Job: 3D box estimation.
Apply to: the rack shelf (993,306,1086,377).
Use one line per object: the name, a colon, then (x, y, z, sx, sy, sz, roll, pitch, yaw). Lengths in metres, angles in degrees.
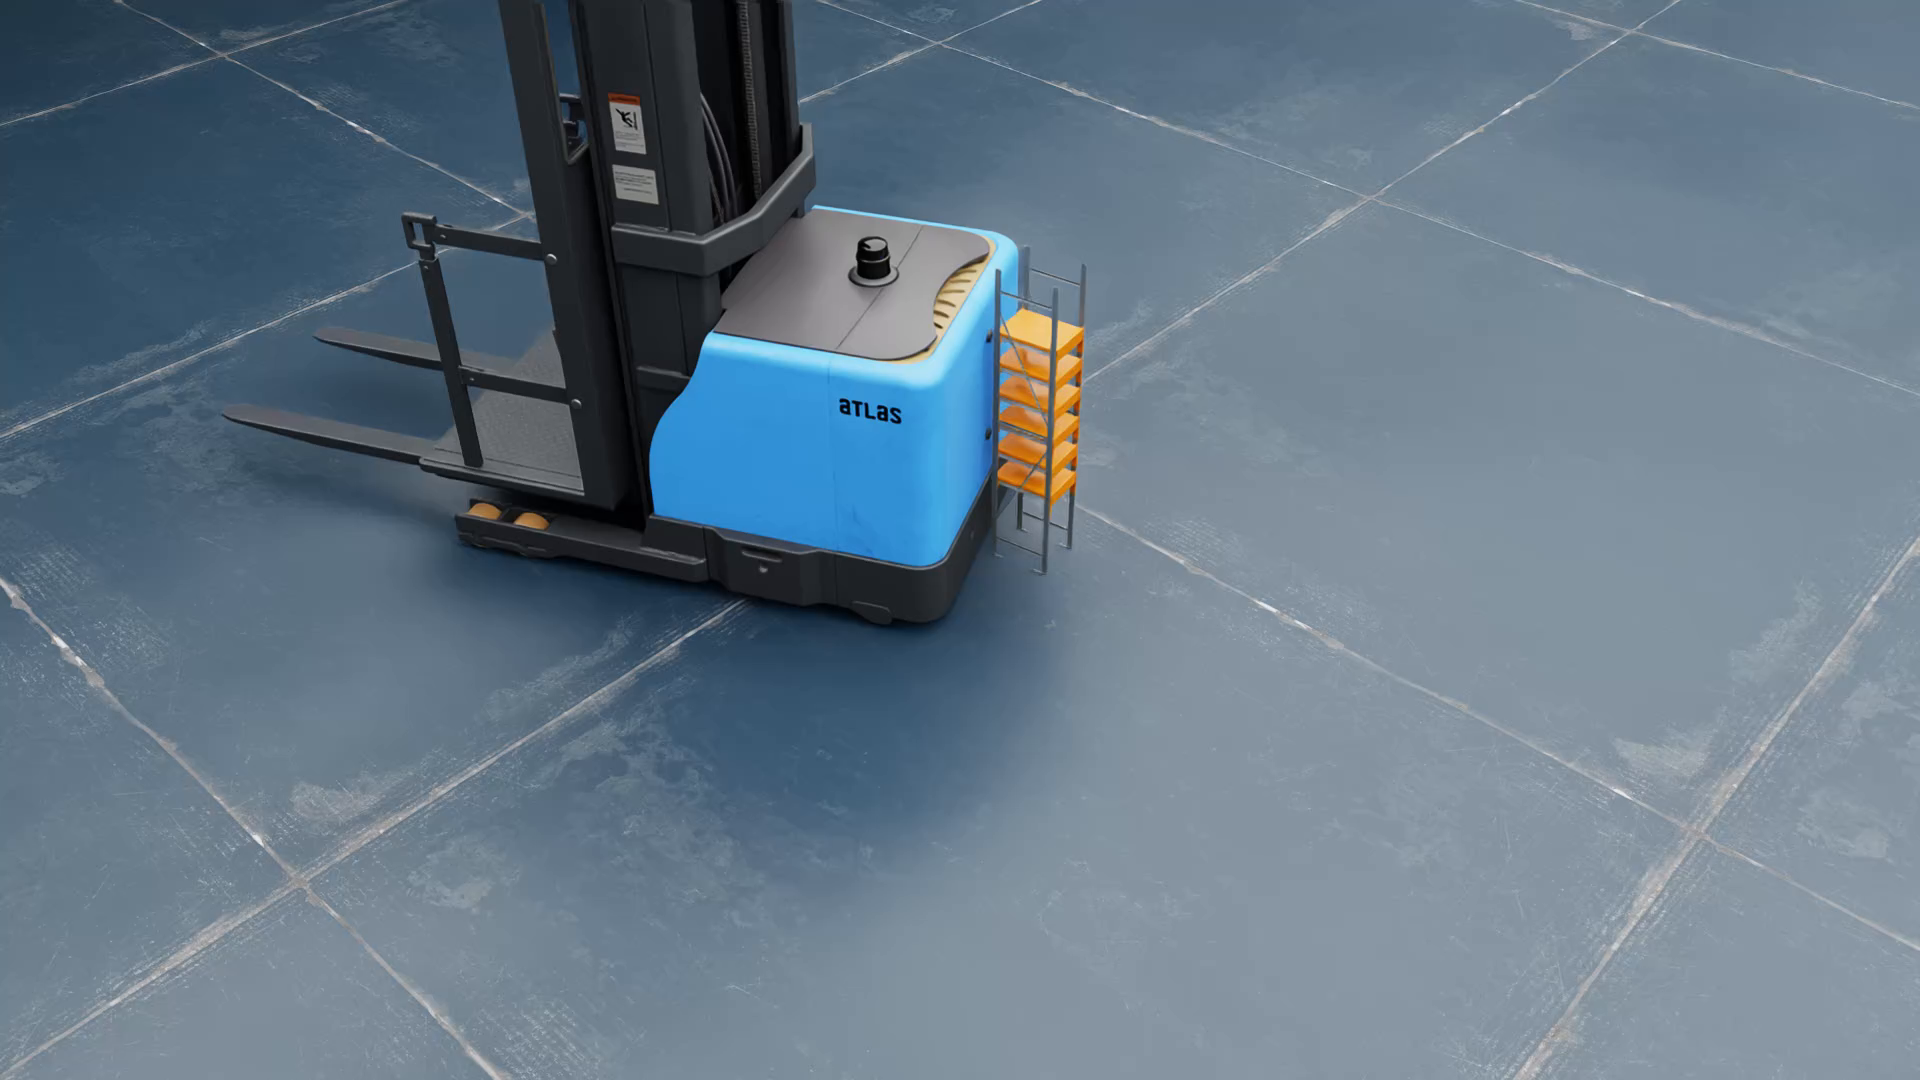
rack shelf: (0.267, -0.673, 5.625, 0.258, 0.103, 0.180, 22, 44, 25)

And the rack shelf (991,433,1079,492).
rack shelf: (0.267, -0.297, 5.924, 0.258, 0.103, 0.180, 22, 44, 25)

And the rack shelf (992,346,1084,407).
rack shelf: (0.267, -0.579, 5.700, 0.258, 0.103, 0.180, 22, 44, 25)

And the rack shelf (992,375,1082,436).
rack shelf: (0.267, -0.485, 5.775, 0.258, 0.103, 0.180, 22, 44, 25)

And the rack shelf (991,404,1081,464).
rack shelf: (0.267, -0.391, 5.849, 0.258, 0.103, 0.180, 22, 44, 25)

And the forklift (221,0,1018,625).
forklift: (-1.354, -1.382, 5.633, 3.031, 2.935, 1.130, 11, 40, 14)

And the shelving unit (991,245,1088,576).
shelving unit: (0.267, -0.426, 5.822, 0.258, 1.200, 0.189, 22, 44, 25)

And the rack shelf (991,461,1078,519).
rack shelf: (0.267, -0.203, 5.999, 0.258, 0.103, 0.180, 22, 44, 25)

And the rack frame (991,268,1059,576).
rack frame: (0.217, -0.378, 5.762, 0.240, 1.200, 0.006, 22, 44, 25)

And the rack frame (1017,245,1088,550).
rack frame: (0.317, -0.474, 5.882, 0.240, 1.200, 0.006, 22, 44, 25)
